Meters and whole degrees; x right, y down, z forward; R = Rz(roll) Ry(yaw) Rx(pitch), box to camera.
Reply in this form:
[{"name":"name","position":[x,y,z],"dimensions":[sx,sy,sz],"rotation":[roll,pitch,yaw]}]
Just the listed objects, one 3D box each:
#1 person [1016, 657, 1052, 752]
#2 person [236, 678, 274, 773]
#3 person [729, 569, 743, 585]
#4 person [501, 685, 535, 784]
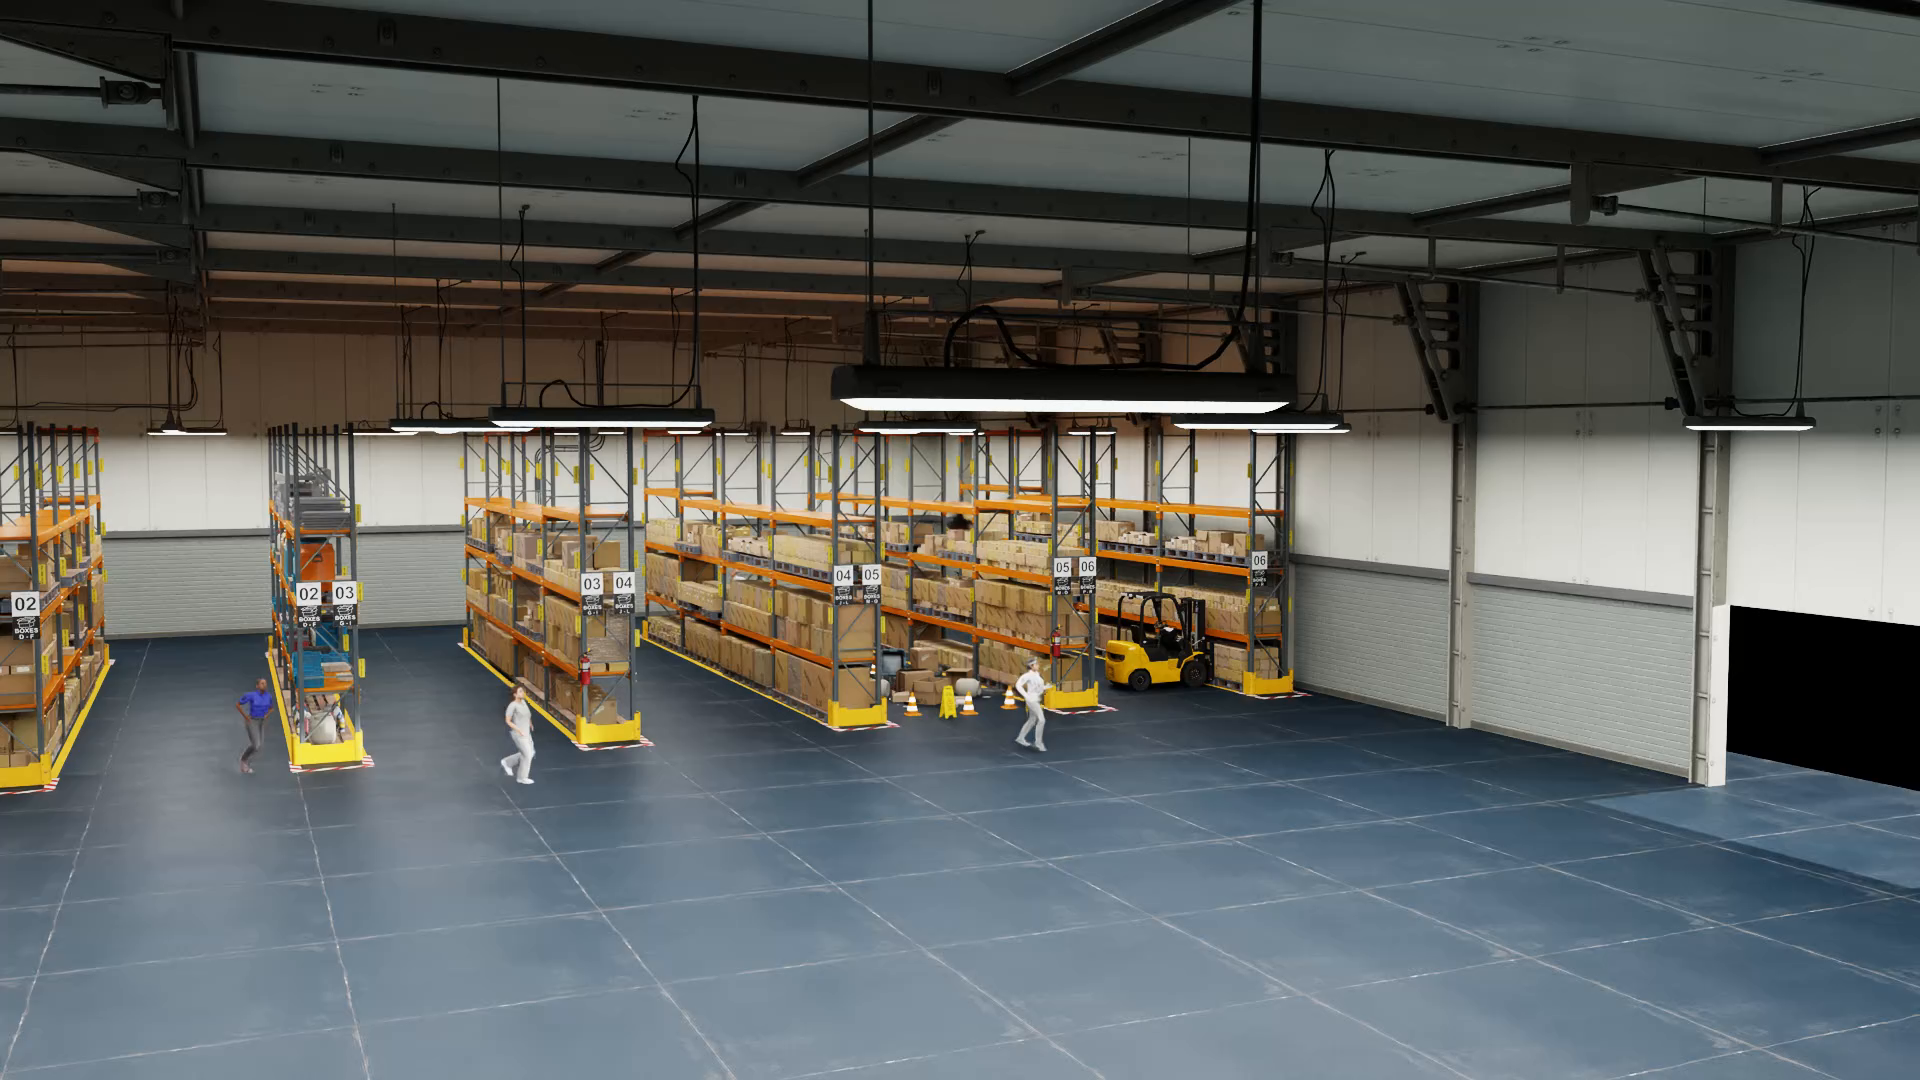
[{"name":"person","position":[1.350,3.011,30.533],"dimensions":[0.709,1.753,0.593],"rotation":[1,4,22]},{"name":"person","position":[-12.041,3.170,28.511],"dimensions":[0.552,1.609,0.575],"rotation":[2,4,32]},{"name":"person","position":[-6.718,1.764,50.244],"dimensions":[1.049,1.813,0.720],"rotation":[-1,4,-20]},{"name":"person","position":[-7.371,3.224,27.645],"dimensions":[0.580,1.642,0.564],"rotation":[1,4,13]}]
